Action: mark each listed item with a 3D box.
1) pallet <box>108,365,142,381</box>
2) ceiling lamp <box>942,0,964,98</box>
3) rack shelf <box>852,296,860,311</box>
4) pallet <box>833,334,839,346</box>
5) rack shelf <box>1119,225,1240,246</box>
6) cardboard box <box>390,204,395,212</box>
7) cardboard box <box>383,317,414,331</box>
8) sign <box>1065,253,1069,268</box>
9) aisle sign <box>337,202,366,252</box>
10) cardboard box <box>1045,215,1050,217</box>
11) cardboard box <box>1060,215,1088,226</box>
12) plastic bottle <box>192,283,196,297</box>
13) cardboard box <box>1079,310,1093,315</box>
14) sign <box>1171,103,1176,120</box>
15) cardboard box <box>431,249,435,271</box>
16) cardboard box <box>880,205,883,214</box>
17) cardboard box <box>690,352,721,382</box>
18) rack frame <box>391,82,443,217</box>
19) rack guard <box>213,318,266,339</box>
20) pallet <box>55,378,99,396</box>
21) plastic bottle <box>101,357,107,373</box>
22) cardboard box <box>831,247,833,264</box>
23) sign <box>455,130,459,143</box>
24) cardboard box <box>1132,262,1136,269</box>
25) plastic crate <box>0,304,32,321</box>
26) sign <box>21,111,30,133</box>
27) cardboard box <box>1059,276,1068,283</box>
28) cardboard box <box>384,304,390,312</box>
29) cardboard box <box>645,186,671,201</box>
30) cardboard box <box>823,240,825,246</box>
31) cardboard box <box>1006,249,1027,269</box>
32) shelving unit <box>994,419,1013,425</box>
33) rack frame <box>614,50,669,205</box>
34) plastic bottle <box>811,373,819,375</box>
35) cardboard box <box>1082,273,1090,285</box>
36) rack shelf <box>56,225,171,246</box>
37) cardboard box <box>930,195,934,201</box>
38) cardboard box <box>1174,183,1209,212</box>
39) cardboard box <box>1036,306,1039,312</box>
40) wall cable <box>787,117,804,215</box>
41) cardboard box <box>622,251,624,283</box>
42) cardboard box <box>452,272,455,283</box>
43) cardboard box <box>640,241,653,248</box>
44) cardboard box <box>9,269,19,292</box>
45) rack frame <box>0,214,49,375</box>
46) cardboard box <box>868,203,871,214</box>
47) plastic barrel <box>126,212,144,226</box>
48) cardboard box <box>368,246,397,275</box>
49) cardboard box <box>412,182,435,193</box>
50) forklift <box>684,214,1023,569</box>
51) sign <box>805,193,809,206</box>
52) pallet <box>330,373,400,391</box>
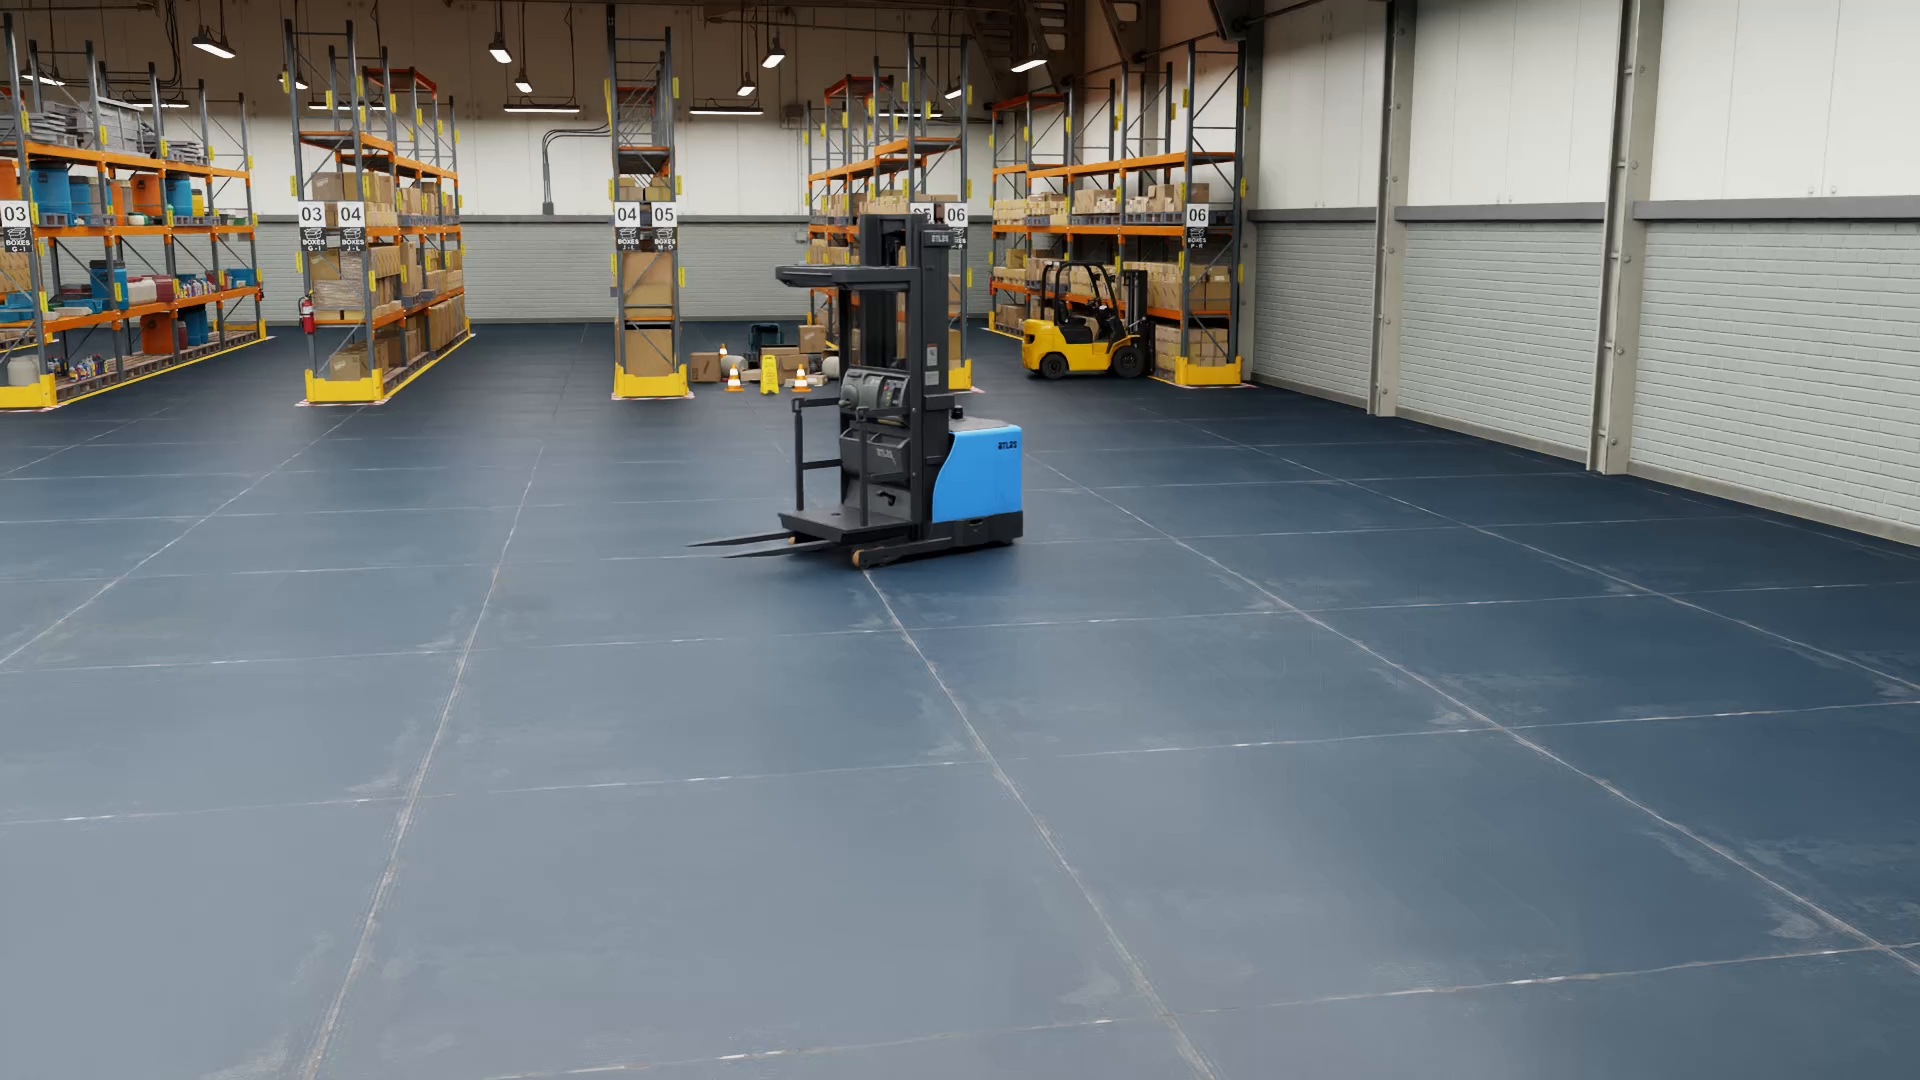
[{"bbox_3d":[-15.929,-3.096,30.953,1.003,0.211,1.213,-2,11,-11],"label":"pallet"},{"bbox_3d":[0.160,-12.093,39.109,0.800,3.185,2.000,-2,11,-11],"label":"ceiling lamp"},{"bbox_3d":[-1.548,-4.877,34.777,1.077,0.370,4.000,-2,11,-11],"label":"rack shelf"},{"bbox_3d":[-2.491,-4.823,40.023,1.003,0.211,1.213,-2,11,-11],"label":"pallet"},{"bbox_3d":[4.098,-5.799,31.594,1.077,0.370,4.000,-2,11,-11],"label":"rack shelf"},{"bbox_3d":[-10.533,-6.050,30.328,0.380,0.149,0.250,-2,11,-9],"label":"cardboard box"},{"bbox_3d":[-11.385,-4.375,33.717,0.500,0.250,0.500,-1,11,-5],"label":"cardboard box"},{"bbox_3d":[2.401,-6.287,37.376,0.100,0.325,0.005,-2,11,-11],"label":"sign"},{"bbox_3d":[-9.796,-5.047,26.789,0.394,0.787,0.004,-2,11,-11],"label":"aisle sign"},{"bbox_3d":[2.334,-8.162,41.691,0.500,0.250,0.500,-2,11,-12],"label":"cardboard box"},{"bbox_3d":[2.593,-7.264,37.771,0.500,0.250,0.500,-2,11,-13],"label":"cardboard box"},{"bbox_3d":[-16.570,-5.405,35.939,0.061,0.283,0.133,-2,11,-11],"label":"plastic bottle"},{"bbox_3d":[2.983,-5.275,38.771,0.380,0.149,0.250,-2,11,-10],"label":"cardboard box"},{"bbox_3d":[4.258,-8.545,33.154,0.100,0.325,0.005,-2,11,-11],"label":"sign"},{"bbox_3d":[-12.181,-6.270,37.218,0.797,0.503,0.637,-2,11,-10],"label":"cardboard box"},{"bbox_3d":[-1.233,-6.225,31.517,0.500,0.250,0.500,-2,11,-11],"label":"cardboard box"},{"bbox_3d":[-4.687,-3.191,30.673,0.500,0.500,0.500,0,11,-1],"label":"cardboard box"},{"bbox_3d":[-12.436,-8.918,38.037,1.000,3.000,0.127,-2,11,-11],"label":"rack frame"},{"bbox_3d":[-18.090,-5.300,41.761,1.175,0.500,0.348,-2,11,-11],"label":"rack guard"},{"bbox_3d":[-15.408,-2.605,28.371,1.003,0.211,1.213,-2,11,-11],"label":"pallet"},{"bbox_3d":[-15.321,-3.129,29.755,0.061,0.283,0.133,-2,11,-8],"label":"plastic bottle"},{"bbox_3d":[-2.785,-6.688,39.425,0.500,0.500,0.500,-2,11,-11],"label":"cardboard box"},{"bbox_3d":[-12.679,-10.166,41.887,0.100,0.325,0.005,-2,11,-11],"label":"sign"},{"bbox_3d":[3.637,-5.446,33.042,0.380,0.149,0.250,-2,11,-10],"label":"cardboard box"},{"bbox_3d":[-15.472,-3.717,27.155,0.499,0.251,0.408,-2,11,-11],"label":"plastic crate"},{"bbox_3d":[-14.420,-6.454,25.648,0.100,0.325,0.005,-2,11,-11],"label":"sign"},{"bbox_3d":[2.427,-5.968,38.133,0.380,0.149,0.250,-2,11,-10],"label":"cardboard box"},{"bbox_3d":[-10.272,-4.076,29.314,0.380,0.149,0.250,-2,11,-11],"label":"cardboard box"},{"bbox_3d":[-5.059,-5.831,28.056,0.500,0.250,0.500,-2,11,-11],"label":"cardboard box"},{"bbox_3d":[-3.222,-7.424,41.556,0.380,0.149,0.250,-2,11,-11],"label":"cardboard box"},{"bbox_3d":[1.491,-7.319,43.280,0.500,0.500,0.500,-2,11,-10],"label":"cardboard box"},{"bbox_3d":[0.332,-0.584,15.513,0.215,1.050,0.252,-9,14,-38],"label":"shelving unit"},{"bbox_3d":[-5.995,-7.613,31.179,1.000,3.000,0.127,-2,11,-11],"label":"rack frame"},{"bbox_3d":[-2.748,-3.116,31.456,0.133,0.061,0.283,0,11,-1],"label":"plastic bottle"},{"bbox_3d":[2.958,-5.672,36.092,0.500,0.250,0.500,-2,11,-12],"label":"cardboard box"},{"bbox_3d":[-16.127,-5.810,31.657,1.077,0.370,4.000,-2,11,-11],"label":"rack shelf"},{"bbox_3d":[-0.315,-5.990,29.218,0.380,0.149,0.250,-2,11,-11],"label":"cardboard box"},{"bbox_3d":[4.162,-6.162,29.922,0.500,0.500,0.500,-2,11,-9],"label":"cardboard box"},{"bbox_3d":[2.092,-5.686,40.929,0.380,0.149,0.250,-2,11,-13],"label":"cardboard box"},{"bbox_3d":[-4.876,-11.045,49.213,0.463,3.000,0.029,-2,11,-11],"label":"wall cable"},{"bbox_3d":[-5.449,-4.703,28.648,0.875,0.550,0.550,-2,11,-11],"label":"cardboard box"},{"bbox_3d":[-12.469,-6.325,40.065,0.500,0.250,0.500,-2,11,-10],"label":"cardboard box"},{"bbox_3d":[-7.400,-6.911,39.799,0.500,0.500,0.500,-2,11,-10],"label":"cardboard box"},{"bbox_3d":[-22.284,-6.043,38.708,0.500,0.500,0.500,-2,11,-12],"label":"cardboard box"},{"bbox_3d":[-14.960,-3.590,26.089,1.000,3.000,0.127,-2,11,-11],"label":"rack frame"},{"bbox_3d":[-1.607,-6.759,33.992,0.500,0.250,0.500,-2,11,-10],"label":"cardboard box"},{"bbox_3d":[-16.040,-6.238,32.349,0.301,0.262,0.301,0,11,0],"label":"plastic barrel"},{"bbox_3d":[-10.424,-5.026,29.896,0.500,0.500,0.500,-2,11,-11],"label":"cardboard box"},{"bbox_3d":[-12.613,-8.290,39.097,0.500,0.250,0.500,-3,11,-15],"label":"cardboard box"},{"bbox_3d":[-0.903,-1.308,14.281,3.031,2.935,1.130,-8,14,-37],"label":"forklift"},{"bbox_3d":[-4.039,-8.988,43.876,0.100,0.325,0.005,-2,11,-11],"label":"sign"},{"bbox_3d":[-10.474,-2.788,29.332,1.003,0.211,1.213,-2,11,-11],"label":"pallet"}]
